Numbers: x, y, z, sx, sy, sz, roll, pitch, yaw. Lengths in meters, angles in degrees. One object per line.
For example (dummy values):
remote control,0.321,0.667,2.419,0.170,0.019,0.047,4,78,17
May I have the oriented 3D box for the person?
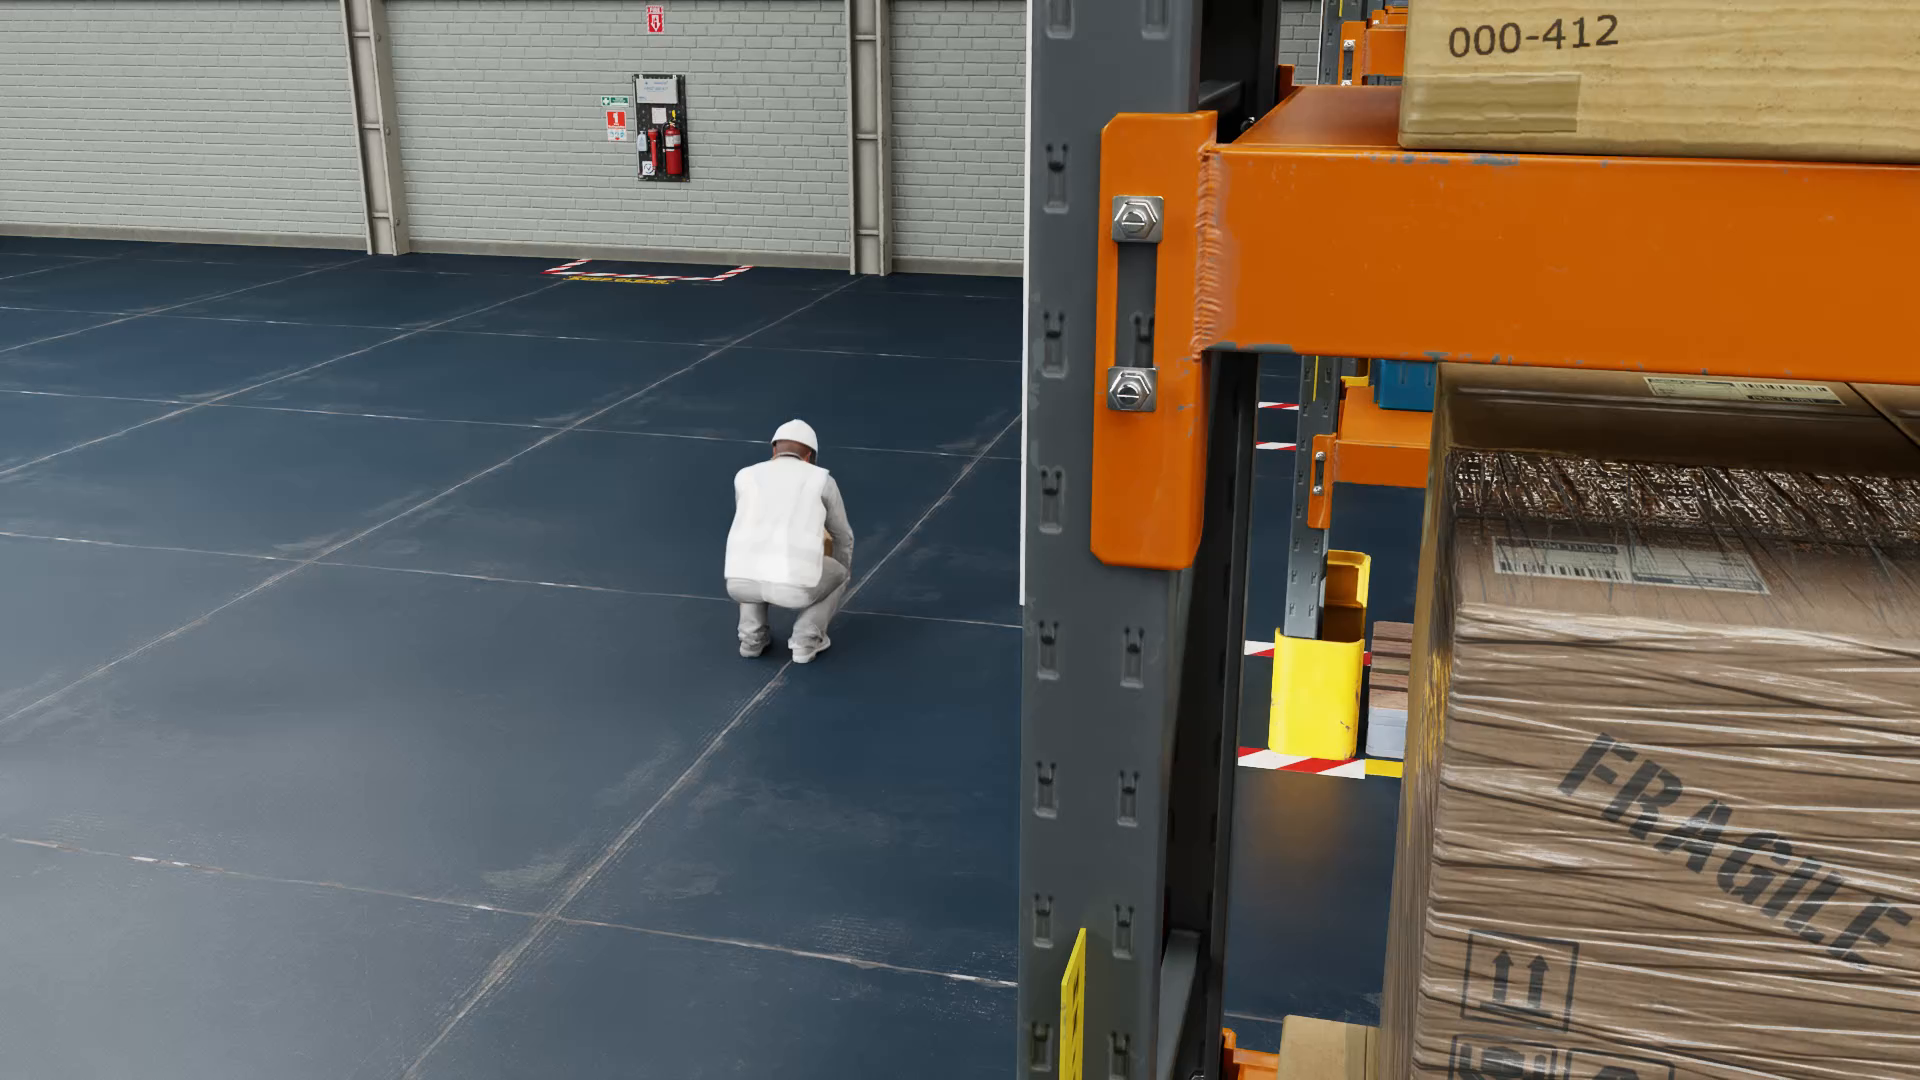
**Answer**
person,-0.806,0.001,7.757,0.535,1.007,0.864,5,19,14
